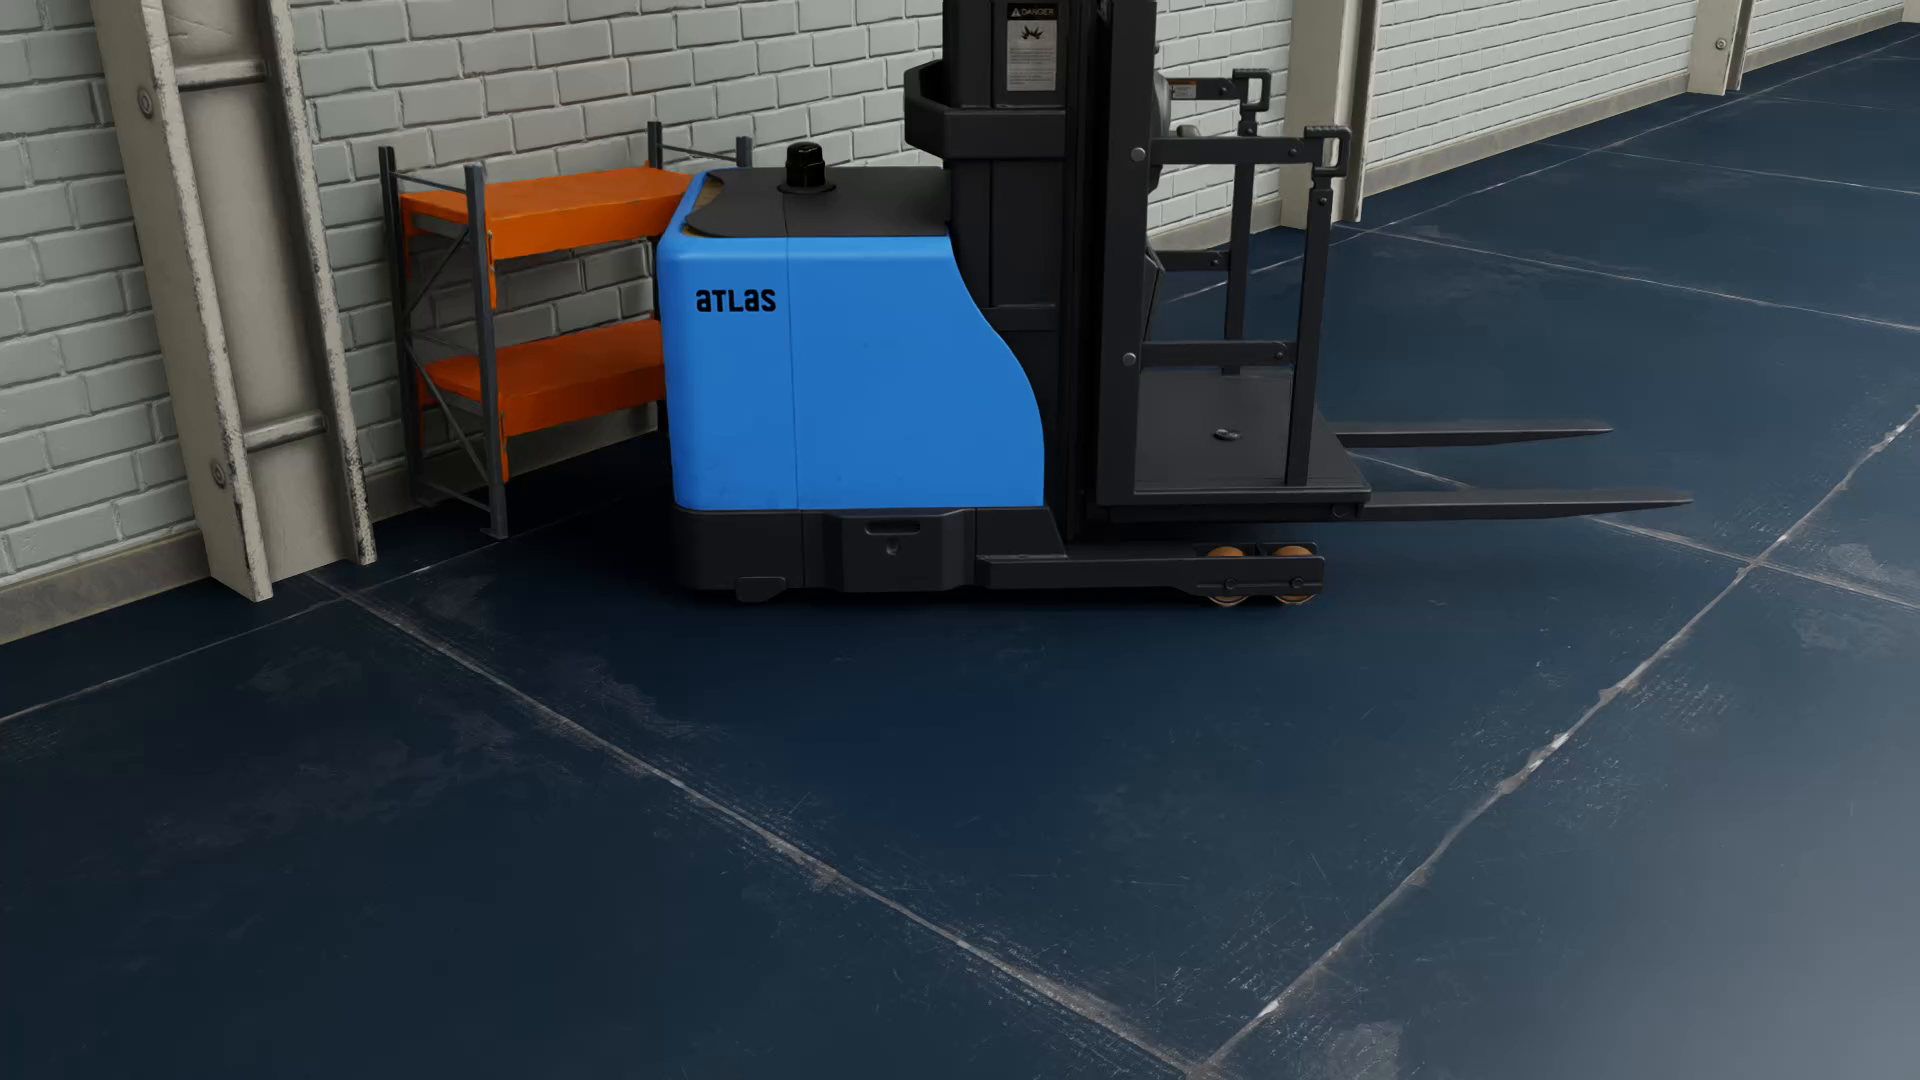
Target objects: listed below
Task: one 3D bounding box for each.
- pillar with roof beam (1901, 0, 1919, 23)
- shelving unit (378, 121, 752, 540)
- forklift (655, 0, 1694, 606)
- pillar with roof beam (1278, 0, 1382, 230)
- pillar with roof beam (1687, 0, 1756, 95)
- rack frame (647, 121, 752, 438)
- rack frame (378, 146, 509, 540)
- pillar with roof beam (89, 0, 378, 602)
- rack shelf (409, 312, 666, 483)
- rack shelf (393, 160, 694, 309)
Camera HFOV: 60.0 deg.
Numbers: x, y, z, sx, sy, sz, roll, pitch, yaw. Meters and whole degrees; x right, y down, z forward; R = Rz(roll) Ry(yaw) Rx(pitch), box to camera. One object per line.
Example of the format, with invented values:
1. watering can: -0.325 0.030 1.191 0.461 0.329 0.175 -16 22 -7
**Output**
1. pillar with roof beam: 13.185 -8.335 12.841 9.100 9.000 0.400 20 31 38
2. shelving unit: -1.230 -0.721 5.403 0.538 1.125 1.048 19 27 37
3. forklift: 0.669 -1.365 4.711 3.031 2.935 1.130 -1 24 -2
4. pillar with roof beam: 5.176 -4.679 4.687 9.100 9.000 0.400 20 31 38
5. pillar with roof beam: 9.180 -6.507 8.764 9.100 9.000 0.400 20 31 38
6. rack frame: -0.894 -0.850 5.763 0.500 1.125 0.032 19 27 37
7. rack frame: -1.565 -0.593 5.044 0.500 1.125 0.032 19 27 37
8. pillar with roof beam: 1.171 -2.851 0.610 9.100 9.000 0.400 20 31 38
9. rack shelf: -1.238 -0.494 5.492 0.538 0.278 1.000 19 27 37
10. rack shelf: -1.220 -0.994 5.297 0.538 0.278 1.000 19 27 37
